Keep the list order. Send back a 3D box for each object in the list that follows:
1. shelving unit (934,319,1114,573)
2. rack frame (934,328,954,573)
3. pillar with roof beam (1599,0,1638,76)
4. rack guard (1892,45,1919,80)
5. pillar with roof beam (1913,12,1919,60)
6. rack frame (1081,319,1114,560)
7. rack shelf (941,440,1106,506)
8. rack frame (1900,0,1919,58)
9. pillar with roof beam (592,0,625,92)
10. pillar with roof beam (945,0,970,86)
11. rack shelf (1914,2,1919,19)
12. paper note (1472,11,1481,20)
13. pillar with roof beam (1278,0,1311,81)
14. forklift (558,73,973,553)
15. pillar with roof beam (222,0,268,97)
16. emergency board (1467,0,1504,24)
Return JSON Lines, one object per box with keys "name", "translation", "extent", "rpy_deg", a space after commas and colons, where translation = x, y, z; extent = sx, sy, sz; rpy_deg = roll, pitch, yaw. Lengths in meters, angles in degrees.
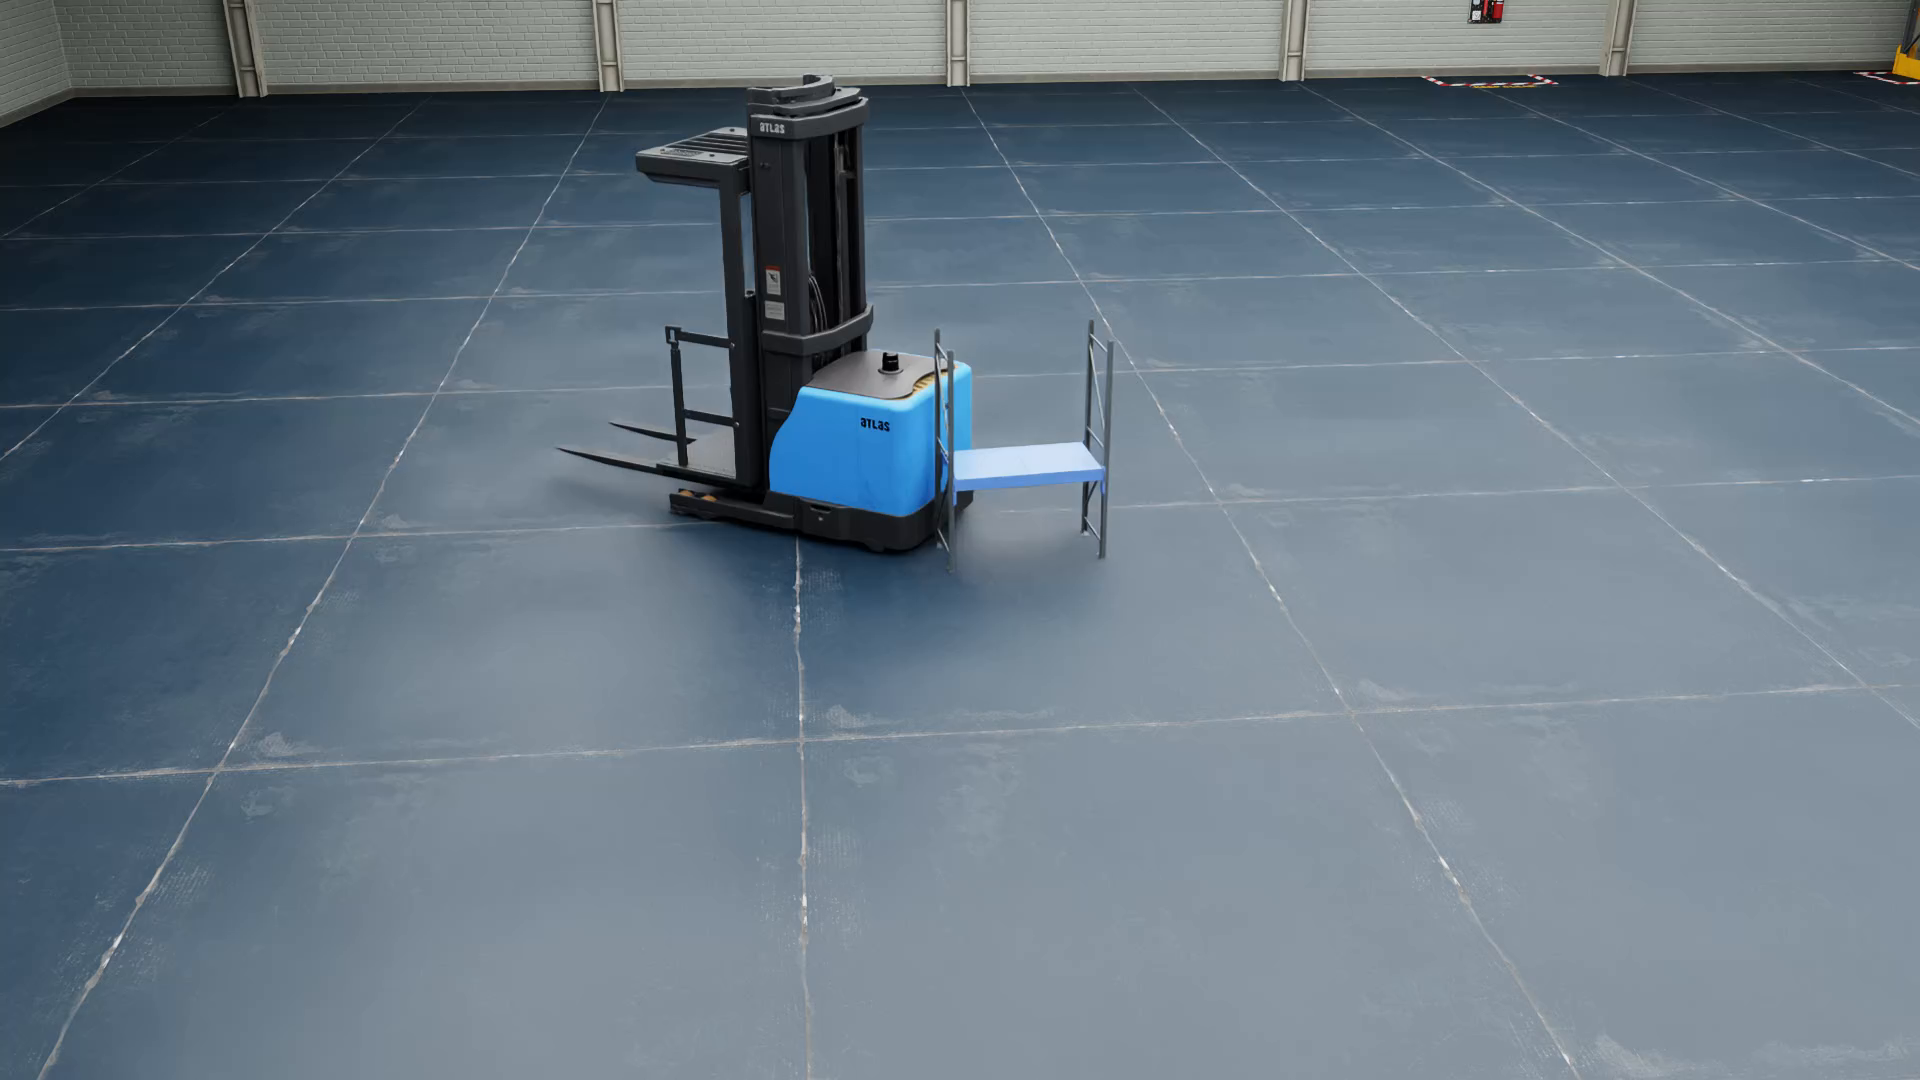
{"name": "shelving unit", "translation": [0.397, -0.610, 10.776], "extent": [1.048, 1.500, 0.538], "rpy_deg": [-5, 24, -10]}
{"name": "rack frame", "translation": [-0.101, -0.569, 10.683], "extent": [0.032, 1.500, 0.500], "rpy_deg": [-5, 24, -10]}
{"name": "pillar with roof beam", "translation": [12.327, -10.868, 24.622], "extent": [0.400, 9.000, 9.100], "rpy_deg": [-2, 24, -5]}
{"name": "rack guard", "translation": [17.339, -8.590, 29.959], "extent": [0.348, 0.500, 1.175], "rpy_deg": [-2, 24, -5]}
{"name": "pillar with roof beam", "translation": [18.298, -11.108, 25.161], "extent": [0.400, 9.000, 9.100], "rpy_deg": [-2, 24, -5]}
{"name": "rack frame", "translation": [0.895, -0.651, 10.868], "extent": [0.032, 1.500, 0.500], "rpy_deg": [-5, 24, -10]}
{"name": "rack shelf", "translation": [0.397, -0.446, 10.849], "extent": [1.000, 0.185, 0.538], "rpy_deg": [-5, 24, -10]}
{"name": "rack frame", "translation": [17.263, -9.729, 29.445], "extent": [0.127, 3.000, 1.000], "rpy_deg": [-2, 24, -5]}
{"name": "pillar with roof beam", "translation": [-5.586, -10.150, 23.006], "extent": [0.400, 9.000, 9.100], "rpy_deg": [-2, 24, -5]}
{"name": "pillar with roof beam", "translation": [0.385, -10.389, 23.544], "extent": [0.400, 9.000, 9.100], "rpy_deg": [-2, 24, -5]}
{"name": "rack shelf", "translation": [19.253, -9.480, 29.771], "extent": [4.000, 0.370, 1.077], "rpy_deg": [-2, 24, -5]}
{"name": "paper note", "translation": [9.258, -9.402, 29.794], "extent": [0.142, 0.148, 0.016], "rpy_deg": [-2, 24, -5]}
{"name": "pillar with roof beam", "translation": [6.356, -10.629, 24.083], "extent": [0.400, 9.000, 9.100], "rpy_deg": [-2, 24, -5]}
{"name": "forklift", "translation": [-1.458, -1.658, 11.372], "extent": [3.031, 2.935, 1.130], "rpy_deg": [12, 26, 24]}
{"name": "pillar with roof beam", "translation": [-11.557, -9.910, 22.467], "extent": [0.400, 9.000, 9.100], "rpy_deg": [-2, 24, -5]}
{"name": "emergency board", "translation": [9.441, -9.784, 29.568], "extent": [0.643, 1.169, 0.194], "rpy_deg": [-2, 24, -5]}
